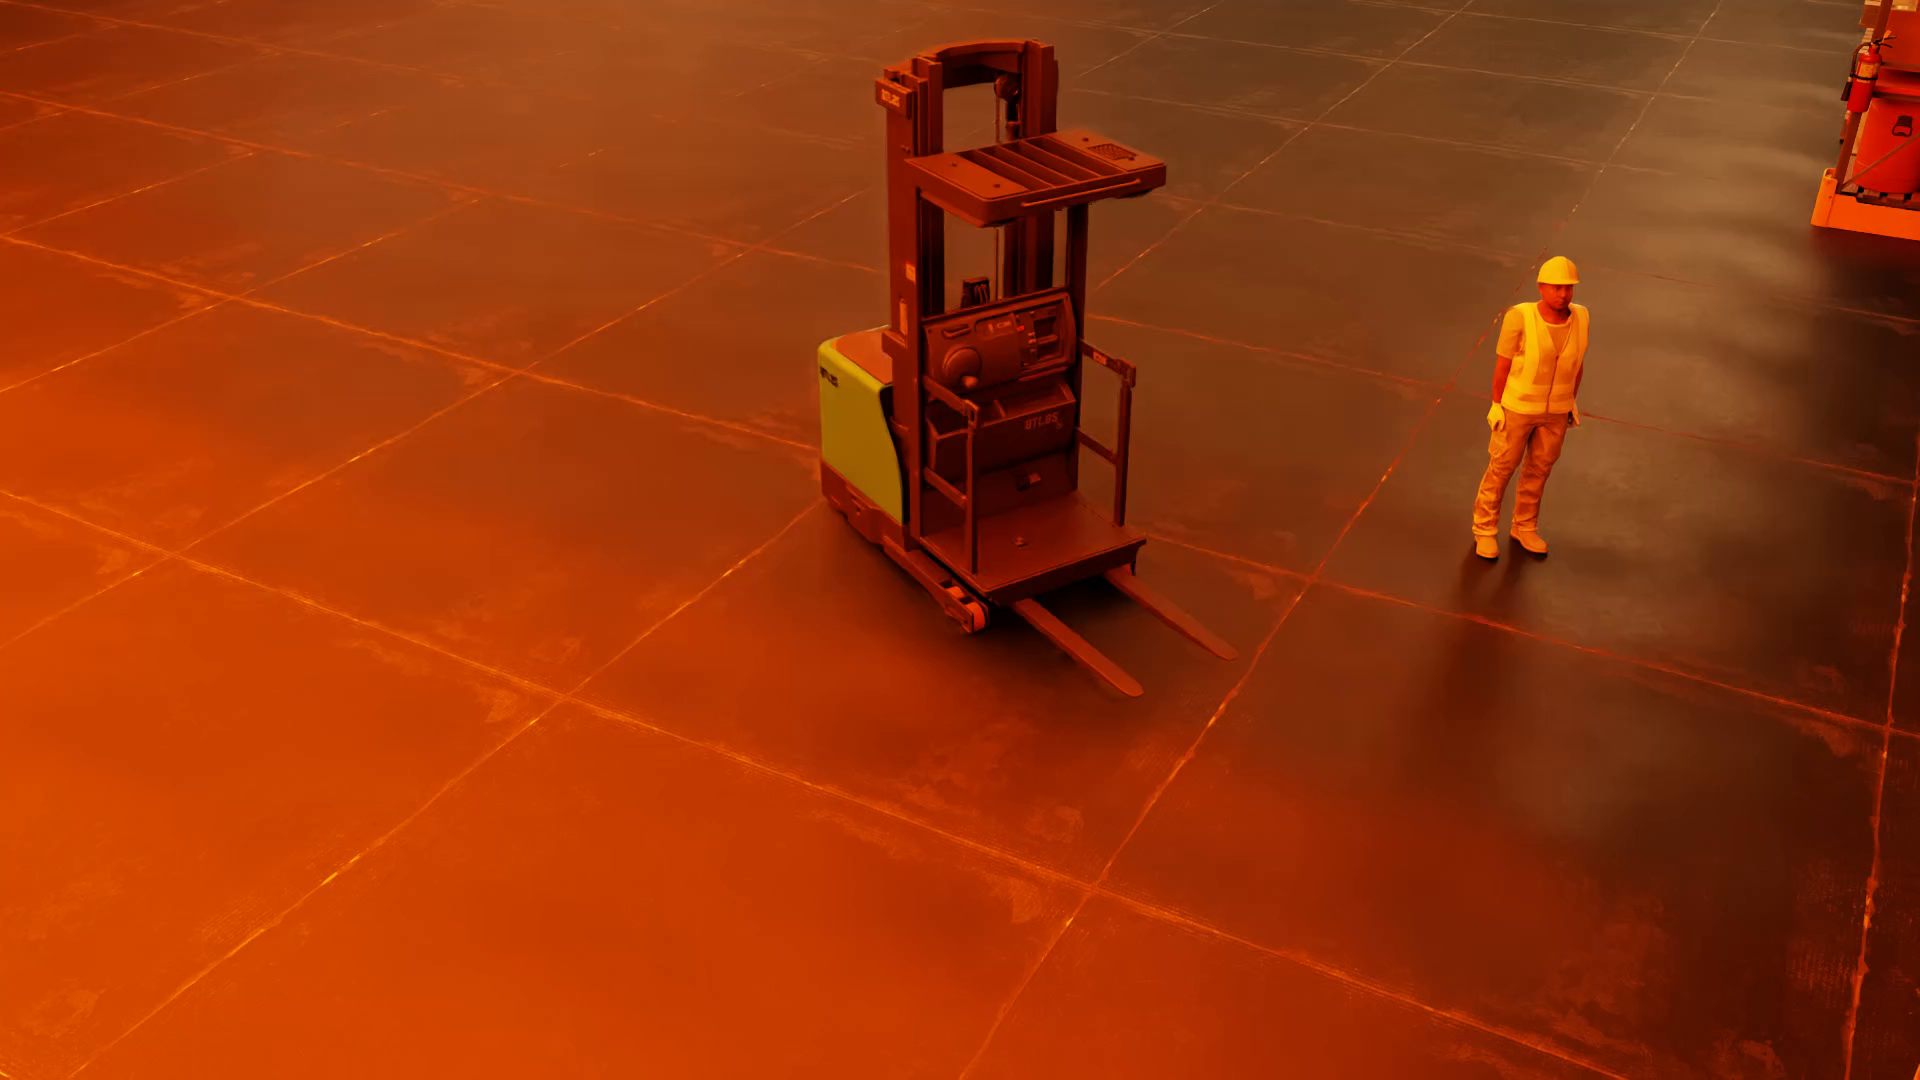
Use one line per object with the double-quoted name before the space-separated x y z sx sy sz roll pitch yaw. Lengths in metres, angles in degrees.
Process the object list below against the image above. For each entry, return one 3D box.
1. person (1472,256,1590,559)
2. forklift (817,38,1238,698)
"person" 3.302 -0.752 9.519 0.538 1.790 0.386 -4 30 -8
"forklift" 0.341 -1.029 8.853 1.130 2.935 3.031 -17 34 -27
